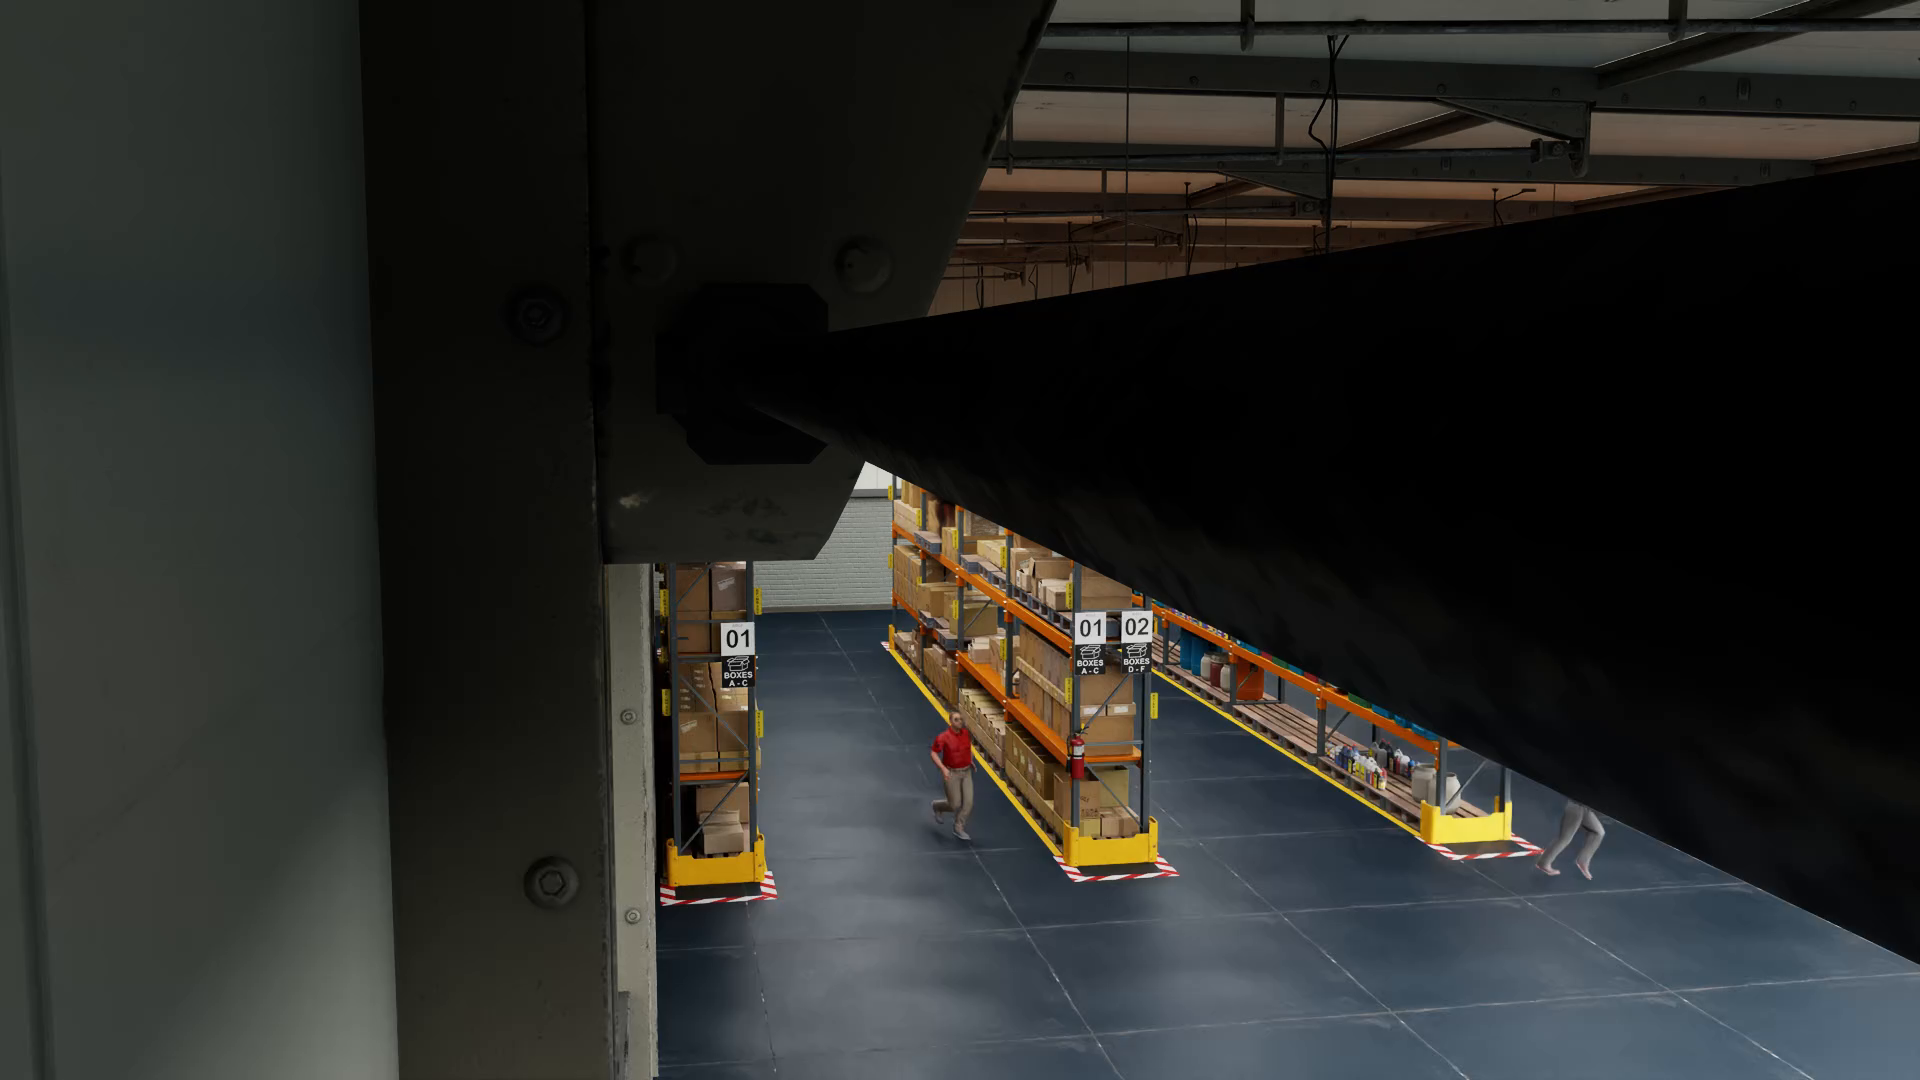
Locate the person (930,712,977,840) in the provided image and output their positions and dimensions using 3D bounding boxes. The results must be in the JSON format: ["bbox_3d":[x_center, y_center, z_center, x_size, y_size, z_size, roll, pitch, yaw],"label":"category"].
[{"bbox_3d":[-0.077,3.113,22.146,0.668,1.688,0.645,-4,8,-35],"label":"person"}]

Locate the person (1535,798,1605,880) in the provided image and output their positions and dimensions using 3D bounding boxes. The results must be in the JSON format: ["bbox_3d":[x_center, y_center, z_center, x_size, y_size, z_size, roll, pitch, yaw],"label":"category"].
[{"bbox_3d":[7.519,3.330,20.296,0.865,1.661,0.585,3,7,26],"label":"person"}]
